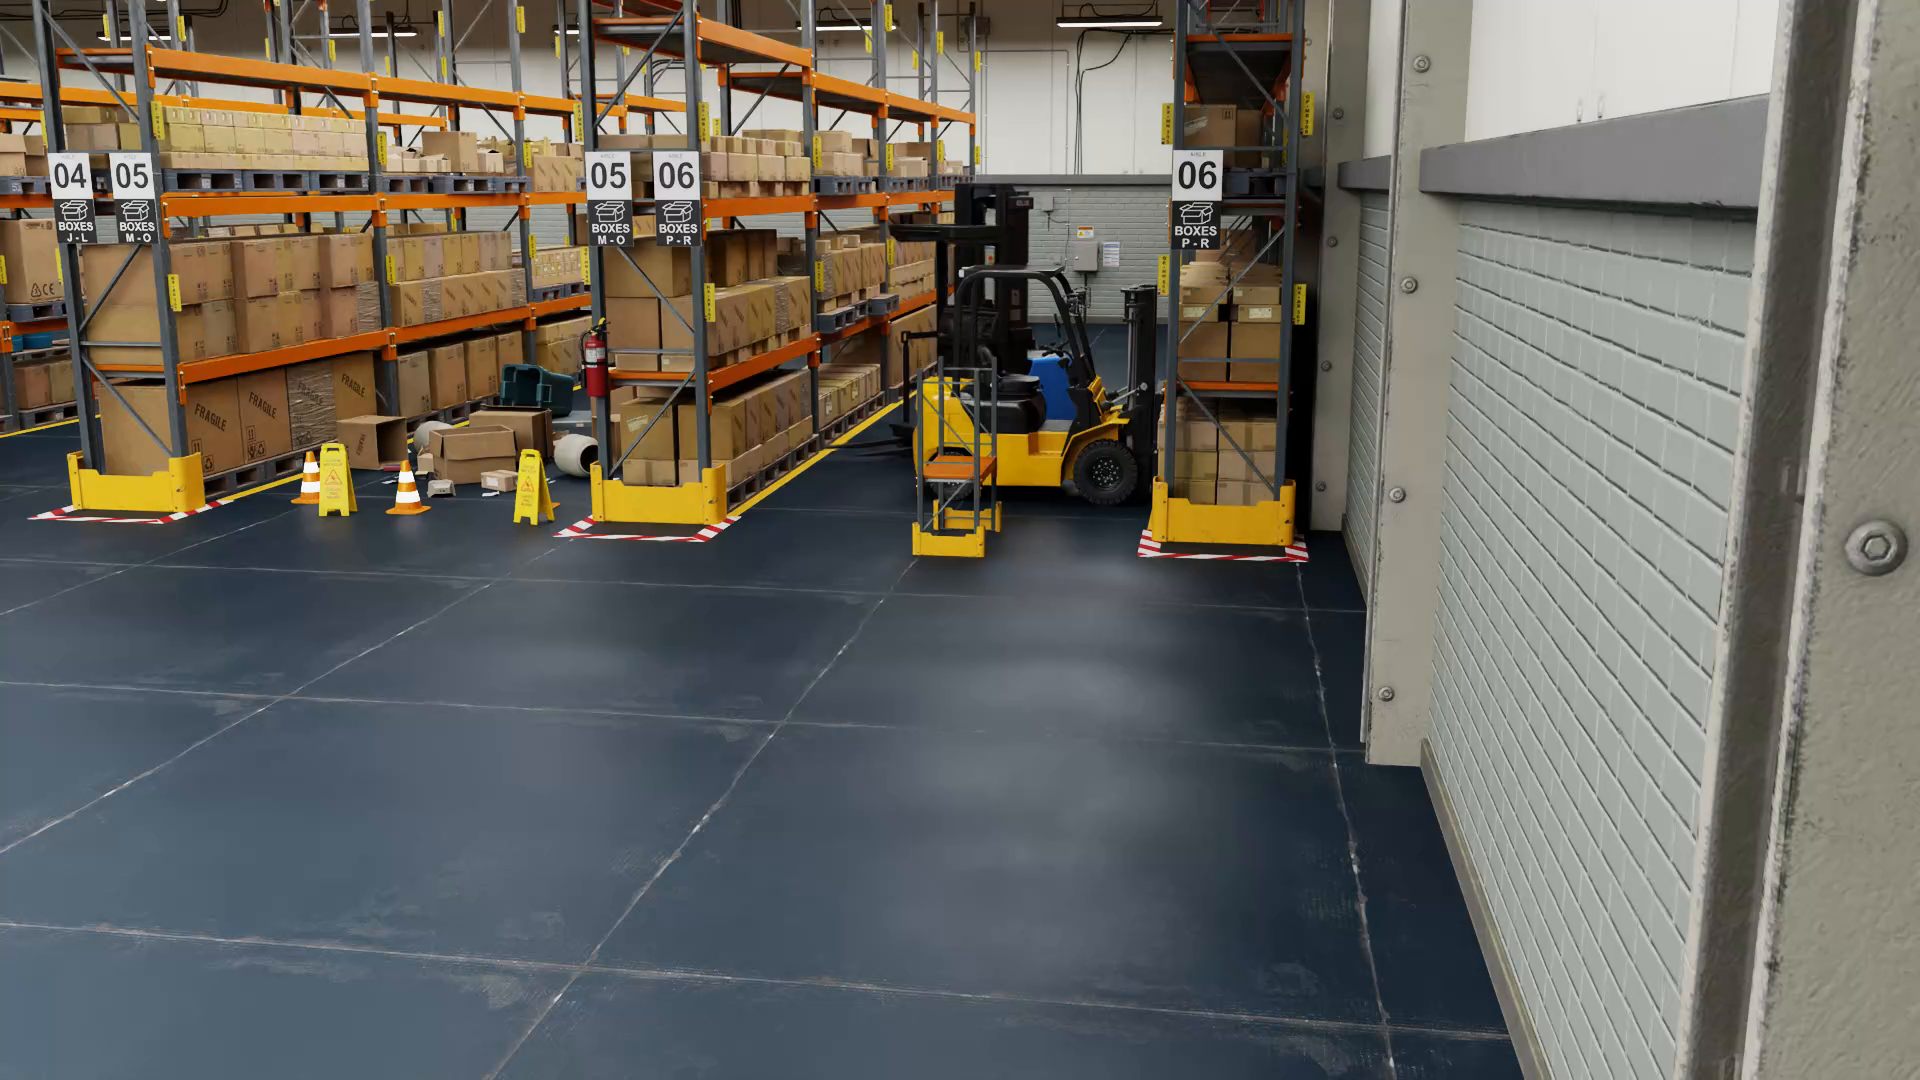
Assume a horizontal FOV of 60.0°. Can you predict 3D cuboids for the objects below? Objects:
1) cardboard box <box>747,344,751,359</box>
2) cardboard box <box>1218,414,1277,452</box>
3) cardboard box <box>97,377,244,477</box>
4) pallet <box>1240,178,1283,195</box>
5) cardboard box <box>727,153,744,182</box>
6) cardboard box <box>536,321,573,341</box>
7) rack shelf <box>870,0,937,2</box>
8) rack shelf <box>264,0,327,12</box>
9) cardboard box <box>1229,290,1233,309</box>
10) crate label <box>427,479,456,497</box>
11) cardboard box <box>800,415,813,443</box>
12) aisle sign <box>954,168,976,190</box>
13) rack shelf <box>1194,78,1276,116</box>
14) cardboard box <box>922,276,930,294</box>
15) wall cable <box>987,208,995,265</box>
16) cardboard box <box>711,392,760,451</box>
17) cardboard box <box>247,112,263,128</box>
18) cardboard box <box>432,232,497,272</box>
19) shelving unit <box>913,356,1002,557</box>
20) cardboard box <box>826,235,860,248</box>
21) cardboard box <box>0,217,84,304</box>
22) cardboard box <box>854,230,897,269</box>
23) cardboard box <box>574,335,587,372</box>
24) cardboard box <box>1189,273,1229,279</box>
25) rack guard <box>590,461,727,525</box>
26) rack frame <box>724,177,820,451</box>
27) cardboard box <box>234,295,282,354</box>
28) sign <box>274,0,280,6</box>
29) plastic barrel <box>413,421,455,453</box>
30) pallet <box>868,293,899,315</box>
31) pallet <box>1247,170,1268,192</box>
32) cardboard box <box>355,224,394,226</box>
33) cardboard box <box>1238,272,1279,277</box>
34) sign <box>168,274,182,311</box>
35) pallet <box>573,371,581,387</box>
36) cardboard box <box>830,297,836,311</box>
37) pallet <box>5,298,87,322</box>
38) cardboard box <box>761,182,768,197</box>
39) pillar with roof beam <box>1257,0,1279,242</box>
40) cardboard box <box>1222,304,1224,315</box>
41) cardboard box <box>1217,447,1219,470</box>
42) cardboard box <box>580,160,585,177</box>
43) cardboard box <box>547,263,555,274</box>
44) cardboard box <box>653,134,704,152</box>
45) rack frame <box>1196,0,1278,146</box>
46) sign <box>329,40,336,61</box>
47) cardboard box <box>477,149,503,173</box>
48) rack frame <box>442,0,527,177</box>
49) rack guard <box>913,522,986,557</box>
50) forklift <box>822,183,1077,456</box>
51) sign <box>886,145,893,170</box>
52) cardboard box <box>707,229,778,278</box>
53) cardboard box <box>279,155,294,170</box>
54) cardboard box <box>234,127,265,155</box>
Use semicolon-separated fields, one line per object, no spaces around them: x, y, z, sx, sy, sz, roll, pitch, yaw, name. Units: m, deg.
-2.199;-1.790;15.778;0.380;0.149;0.250;2;12;10;cardboard box
2.474;-0.921;14.304;0.500;0.250;0.500;2;12;8;cardboard box
-7.560;-1.087;15.962;0.875;0.875;0.875;2;12;9;cardboard box
3.258;-4.140;19.410;1.003;0.211;1.213;2;12;11;pallet
-2.265;-3.376;15.070;0.500;0.250;0.500;2;12;8;cardboard box
-5.945;-3.033;24.104;0.500;0.250;0.500;2;12;8;cardboard box
-1.154;-7.925;23.224;1.077;0.370;4.000;2;12;9;rack shelf
-10.946;-8.246;24.714;1.077;0.370;4.000;2;12;9;rack shelf
3.159;-2.578;18.007;0.500;0.250;0.500;2;12;8;cardboard box
-4.990;-0.500;15.989;0.250;0.136;0.298;-5;13;-21;crate label
-1.902;-1.199;17.969;0.500;0.250;0.500;2;12;11;cardboard box
0.086;-6.244;29.675;0.394;0.787;0.004;2;12;9;aisle sign
3.136;-5.112;19.010;1.077;0.370;4.000;2;12;9;rack shelf
-0.746;-3.854;25.115;0.500;0.250;0.500;2;12;8;cardboard box
0.613;-6.655;35.265;0.585;1.953;0.123;2;12;9;wall cable
-2.216;-1.138;15.904;0.500;0.500;0.500;1;12;7;cardboard box
-7.037;-4.088;16.191;0.380;0.149;0.250;2;12;8;cardboard box
-6.524;-3.781;21.808;0.700;0.500;0.500;2;12;8;cardboard box
-0.012;-0.717;13.762;0.587;1.500;1.083;2;12;9;shelving unit
-1.435;-3.670;20.421;0.380;0.149;0.250;1;12;6;cardboard box
-11.609;-3.451;20.463;1.000;1.000;1.000;2;12;9;cardboard box
-1.144;-3.935;22.522;0.500;0.500;0.500;1;12;7;cardboard box
-5.860;-2.776;24.692;0.500;0.500;0.500;2;12;7;cardboard box
2.345;-2.441;15.719;0.380;0.149;0.250;2;12;9;cardboard box
-2.681;-0.431;14.808;1.175;0.500;0.348;2;12;9;rack guard
-2.077;-2.470;18.335;1.000;3.000;0.127;2;12;9;rack frame
-7.313;-2.156;16.523;0.875;0.550;0.550;2;12;9;cardboard box
-7.522;-6.052;18.312;0.100;0.325;0.005;2;12;9;sign
-5.643;-1.064;17.926;0.421;0.421;0.512;-10;16;-40;plastic barrel
-1.466;-3.057;21.514;1.213;0.211;1.003;2;12;9;pallet
2.722;-3.555;16.457;1.003;0.211;1.213;2;12;9;pallet
-10.515;-5.424;29.914;0.500;0.500;0.500;2;12;7;cardboard box
2.849;-2.480;15.896;0.380;0.149;0.250;2;12;8;cardboard box
-7.051;-2.219;14.929;0.100;0.325;0.005;2;12;9;sign
-6.057;-2.495;25.068;1.003;0.211;1.213;2;12;9;pallet
-1.633;-2.709;19.043;0.380;0.149;0.250;2;12;10;cardboard box
-11.608;-2.852;20.561;1.003;0.211;1.213;2;12;9;pallet
-2.120;-3.473;16.465;0.380;0.149;0.250;2;12;10;cardboard box
1.725;-8.412;31.667;9.100;9.000;0.548;2;12;9;pillar with roof beam
2.149;-2.082;14.757;0.380;0.149;0.250;2;12;8;cardboard box
2.067;-0.798;14.921;0.500;0.250;0.500;2;12;8;cardboard box
-6.096;-5.726;25.539;0.500;0.311;0.500;2;12;8;cardboard box
-6.018;-3.876;23.753;0.380;0.149;0.250;1;12;7;cardboard box
-2.436;-3.438;14.410;0.380;0.149;0.250;2;12;8;cardboard box
3.443;-6.075;20.824;1.000;3.000;0.127;2;12;9;rack frame
-10.101;-7.869;26.743;0.100;0.325;0.005;2;12;9;sign
-6.233;-4.892;21.429;0.500;0.311;0.500;2;12;9;cardboard box
-6.369;-6.375;22.213;1.000;3.000;0.127;2;12;9;rack frame
-0.088;-0.003;13.412;0.587;0.250;0.087;2;12;9;rack guard
-0.071;-2.330;17.850;3.031;2.935;1.130;-10;16;-38;forklift
-0.926;-5.004;21.744;0.100;0.325;0.005;2;12;9;sign
-2.359;-3.069;17.795;0.700;0.500;0.500;2;12;8;cardboard box
-6.958;-3.803;16.763;0.380;0.149;0.250;2;12;8;cardboard box
-7.117;-3.872;16.137;0.500;0.250;0.500;2;12;8;cardboard box
